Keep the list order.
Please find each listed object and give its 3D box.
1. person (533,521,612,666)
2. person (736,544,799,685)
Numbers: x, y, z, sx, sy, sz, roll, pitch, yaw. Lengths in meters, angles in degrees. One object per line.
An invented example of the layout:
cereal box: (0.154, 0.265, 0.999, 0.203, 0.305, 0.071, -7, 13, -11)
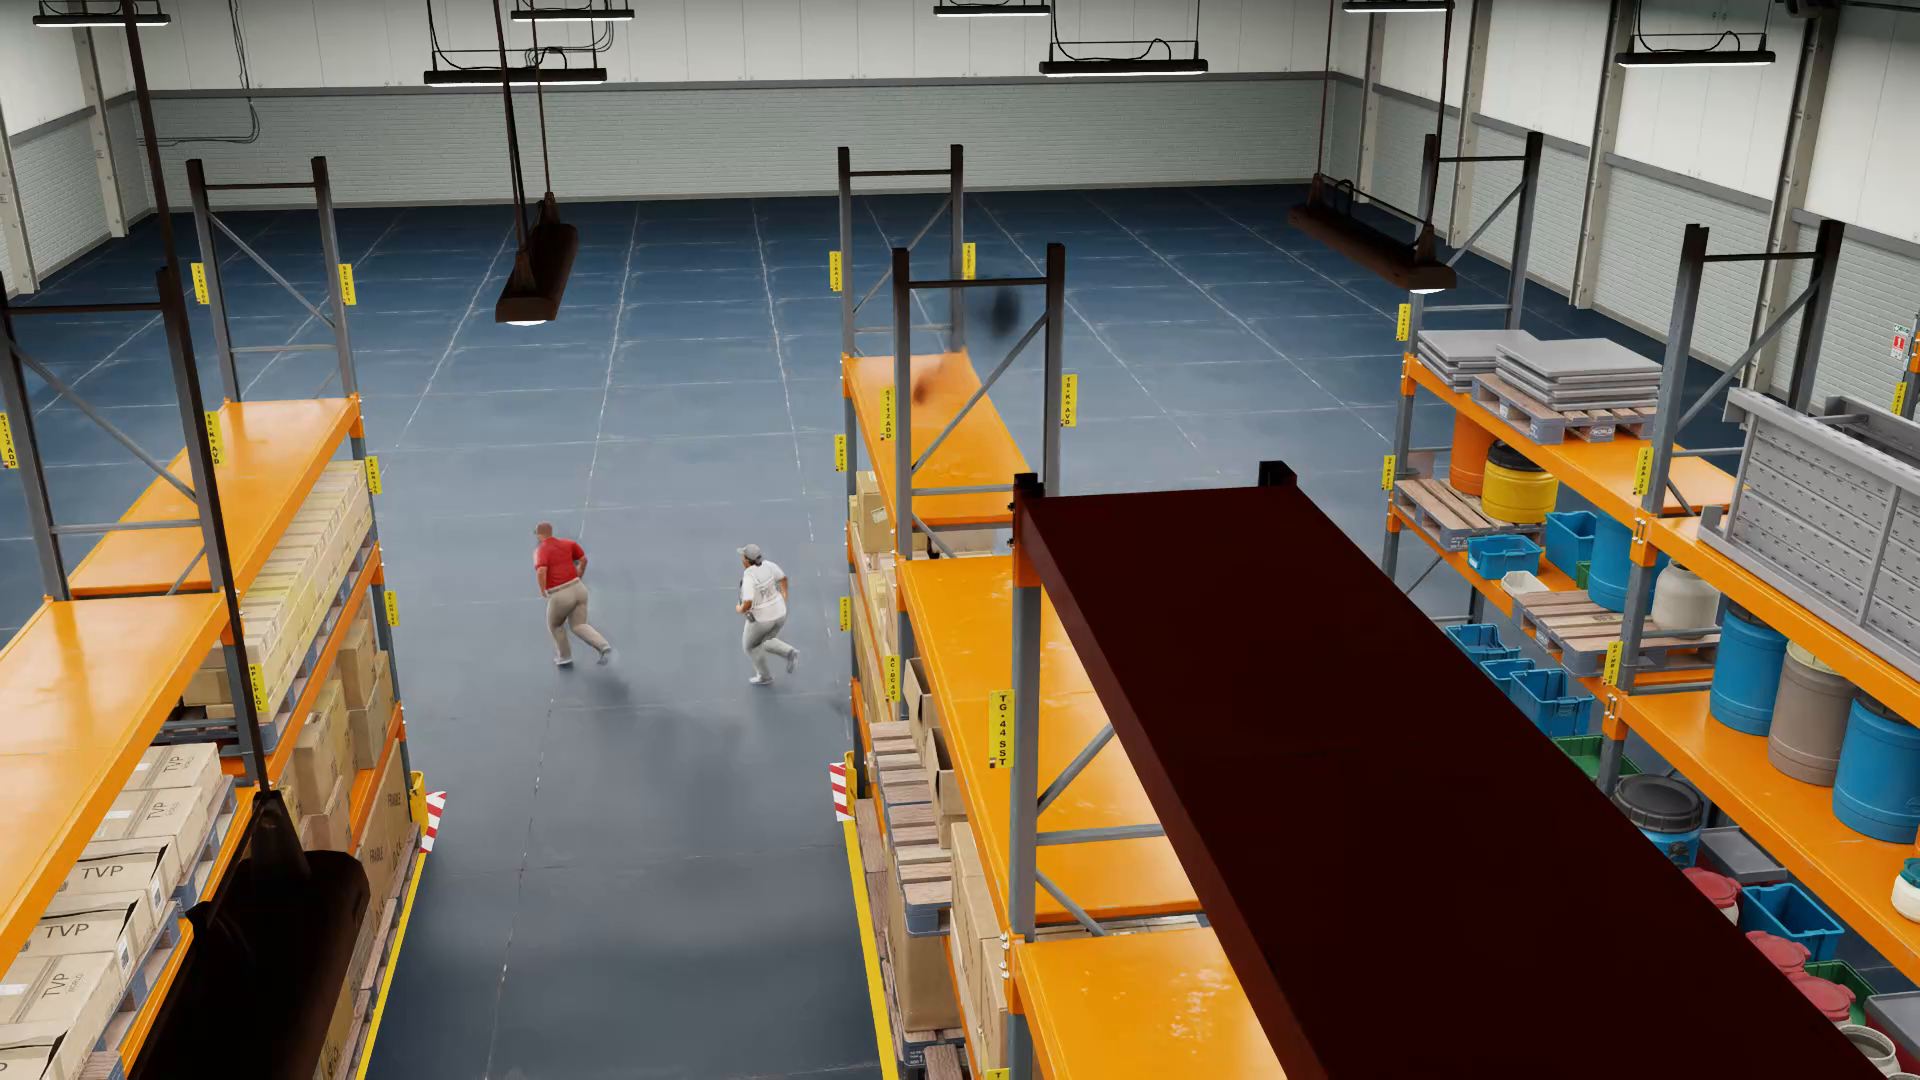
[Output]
person: (-4.143, 0.671, 17.781, 0.958, 1.692, 0.677, 13, 25, 30)
person: (-2.018, 0.823, 17.440, 0.667, 1.630, 0.637, 13, 25, 30)
